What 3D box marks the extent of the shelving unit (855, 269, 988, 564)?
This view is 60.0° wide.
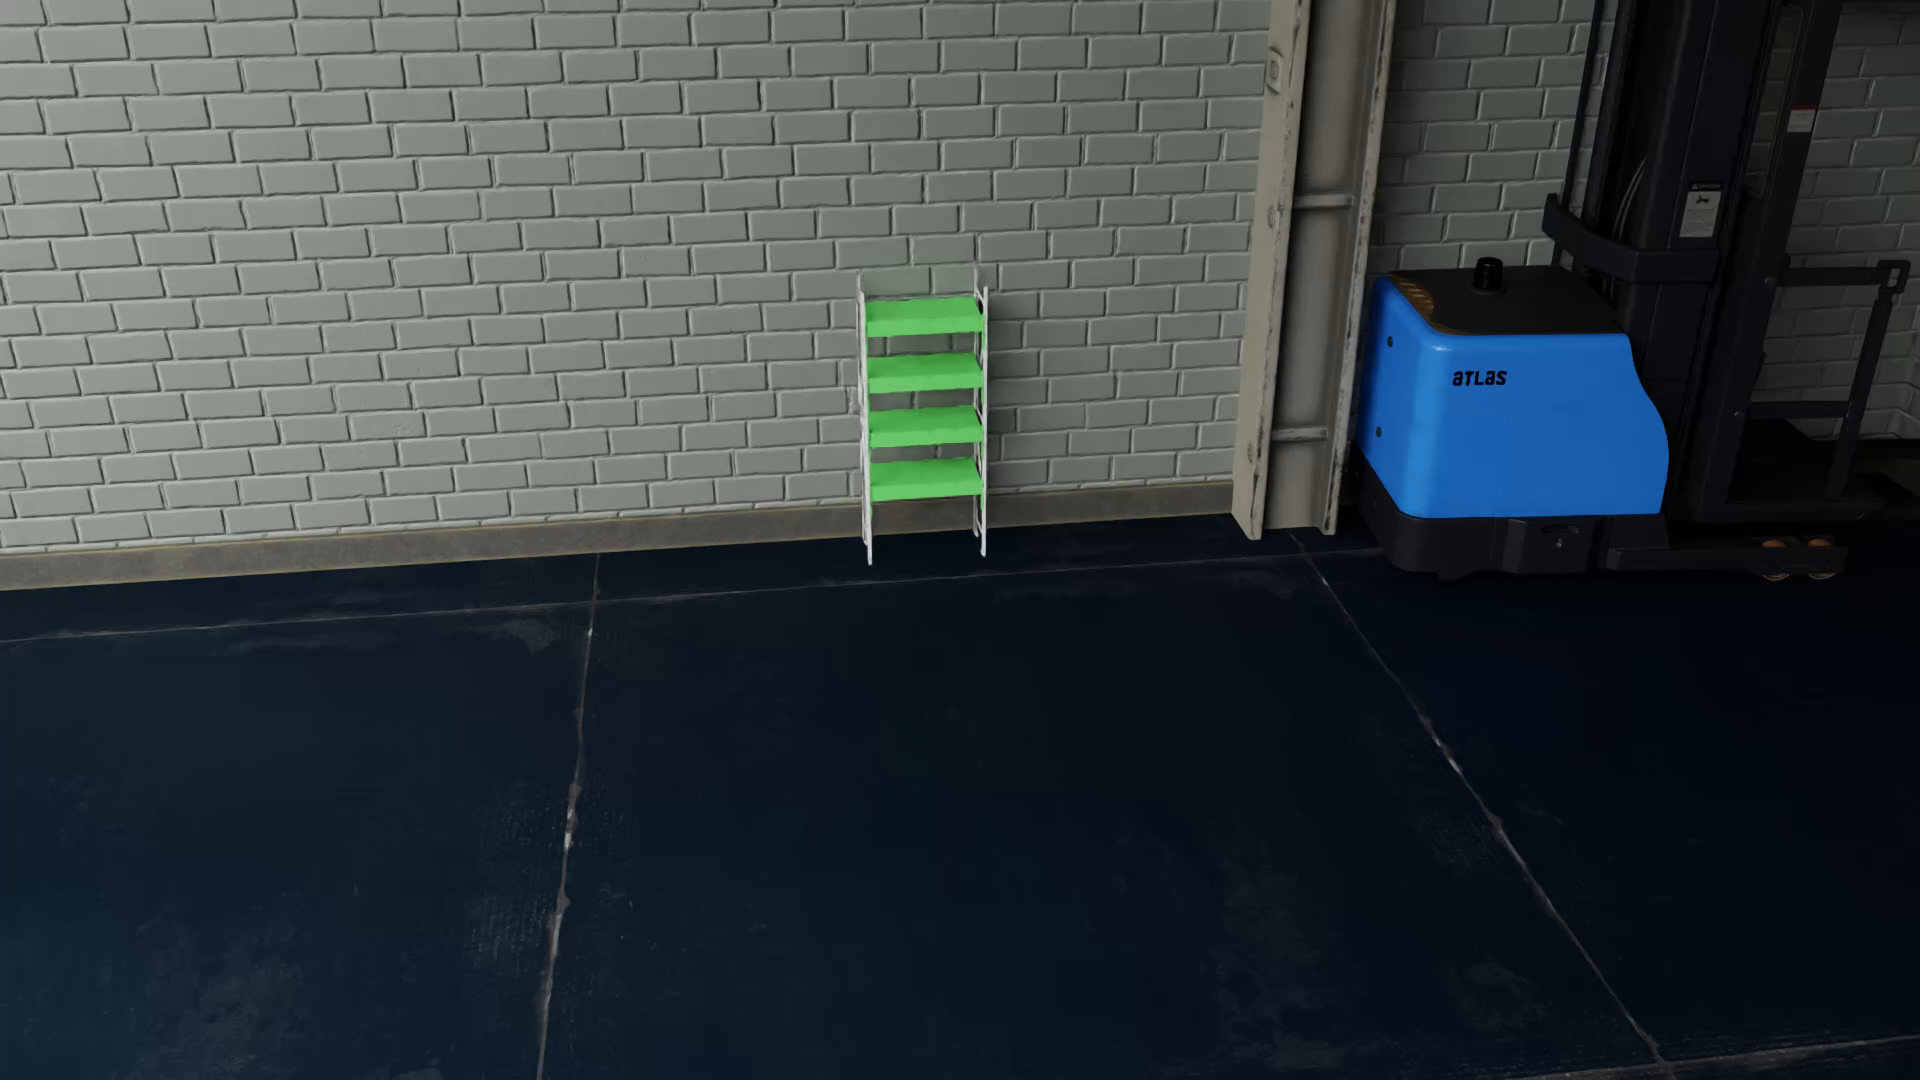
[{"bbox_3d":[-0.156,-0.501,6.912,0.503,1.200,0.258,-4,27,-8],"label":"shelving unit"}]

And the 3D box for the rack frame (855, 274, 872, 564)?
[{"bbox_3d":[-0.398,-0.485,6.880,0.015,1.200,0.240,-4,27,-8],"label":"rack frame"}]

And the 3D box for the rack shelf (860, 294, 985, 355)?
[{"bbox_3d":[-0.156,-0.872,6.723,0.480,0.148,0.258,-4,27,-8],"label":"rack shelf"}]

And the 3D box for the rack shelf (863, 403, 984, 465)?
[{"bbox_3d":[-0.156,-0.445,6.941,0.480,0.148,0.258,-4,27,-8],"label":"rack shelf"}]

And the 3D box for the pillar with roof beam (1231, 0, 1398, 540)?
[{"bbox_3d":[2.036,-2.140,1.564,0.400,9.000,9.100,-4,27,-7],"label":"pillar with roof beam"}]

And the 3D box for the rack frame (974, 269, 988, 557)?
[{"bbox_3d":[0.085,-0.518,6.945,0.015,1.200,0.240,-4,27,-8],"label":"rack frame"}]

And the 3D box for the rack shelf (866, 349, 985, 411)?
[{"bbox_3d":[-0.156,-0.658,6.832,0.480,0.148,0.258,-4,27,-8],"label":"rack shelf"}]

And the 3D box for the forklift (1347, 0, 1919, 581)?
[{"bbox_3d":[3.278,-1.377,6.723,3.031,2.935,1.130,-1,27,-2],"label":"forklift"}]

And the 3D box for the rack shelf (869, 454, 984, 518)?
[{"bbox_3d":[-0.156,-0.231,7.051,0.480,0.148,0.258,-4,27,-8],"label":"rack shelf"}]
